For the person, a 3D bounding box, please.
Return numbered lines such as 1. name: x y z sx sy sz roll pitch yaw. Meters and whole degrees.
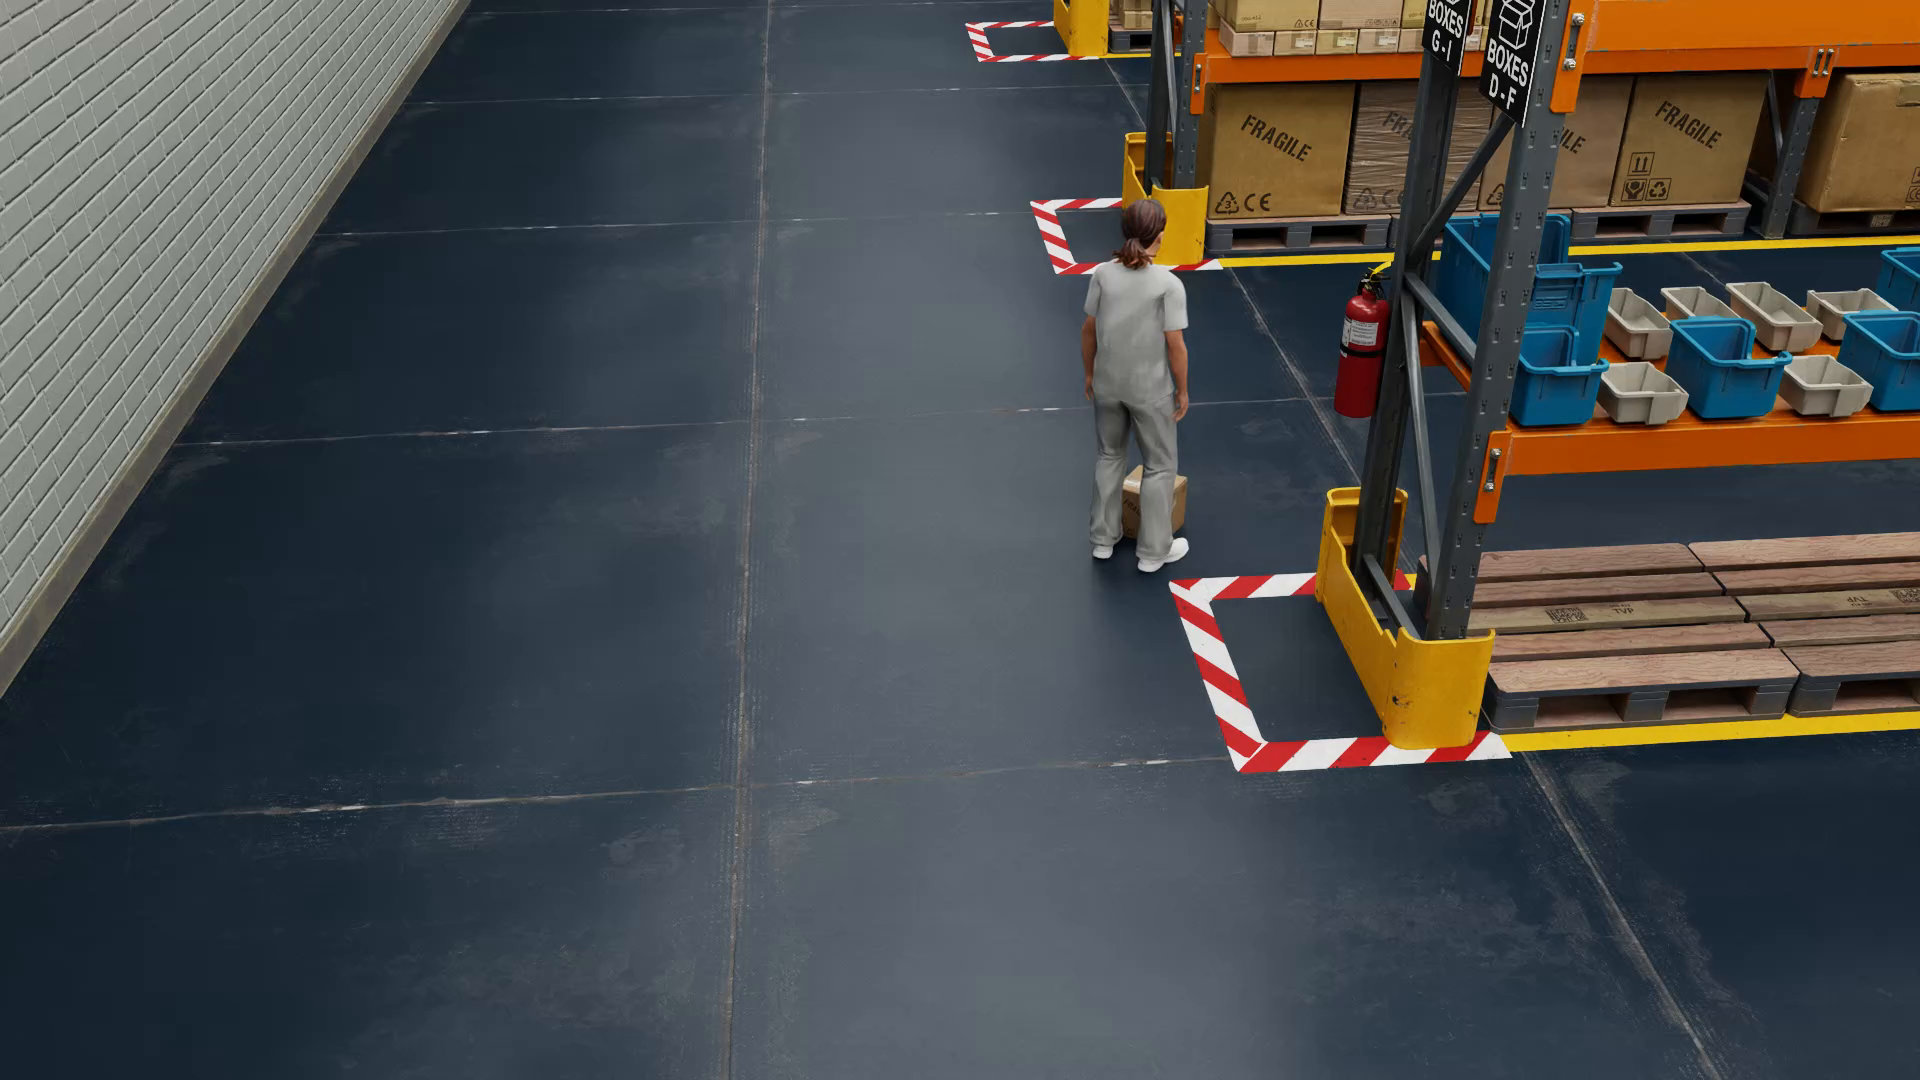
1. person: 0.766 -0.658 7.221 0.504 1.671 0.365 16 35 24
